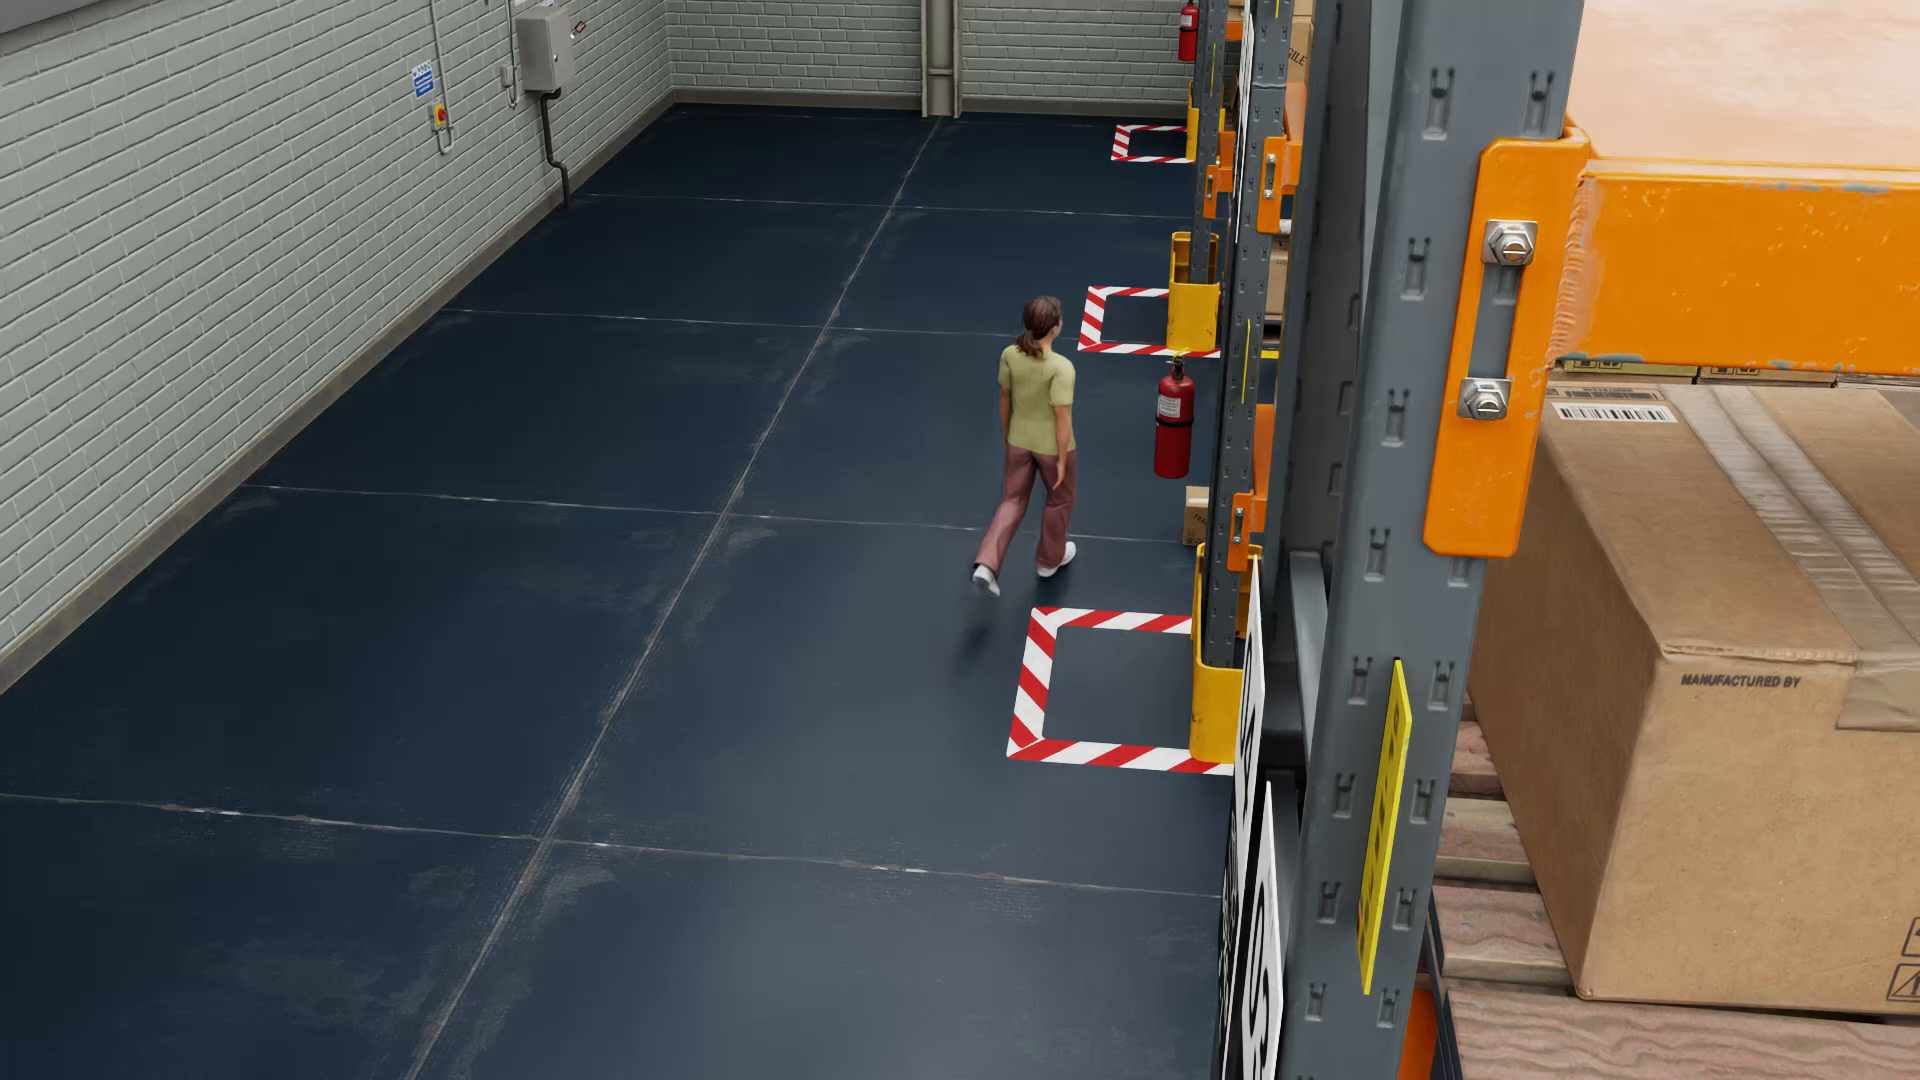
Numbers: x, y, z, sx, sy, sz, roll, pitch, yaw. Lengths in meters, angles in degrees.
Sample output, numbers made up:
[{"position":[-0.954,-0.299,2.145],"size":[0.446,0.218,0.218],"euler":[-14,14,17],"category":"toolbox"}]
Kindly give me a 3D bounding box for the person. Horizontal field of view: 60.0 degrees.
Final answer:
[{"position":[0.374,-0.464,8.470],"size":[0.469,1.642,0.877],"euler":[16,32,26],"category":"person"}]
